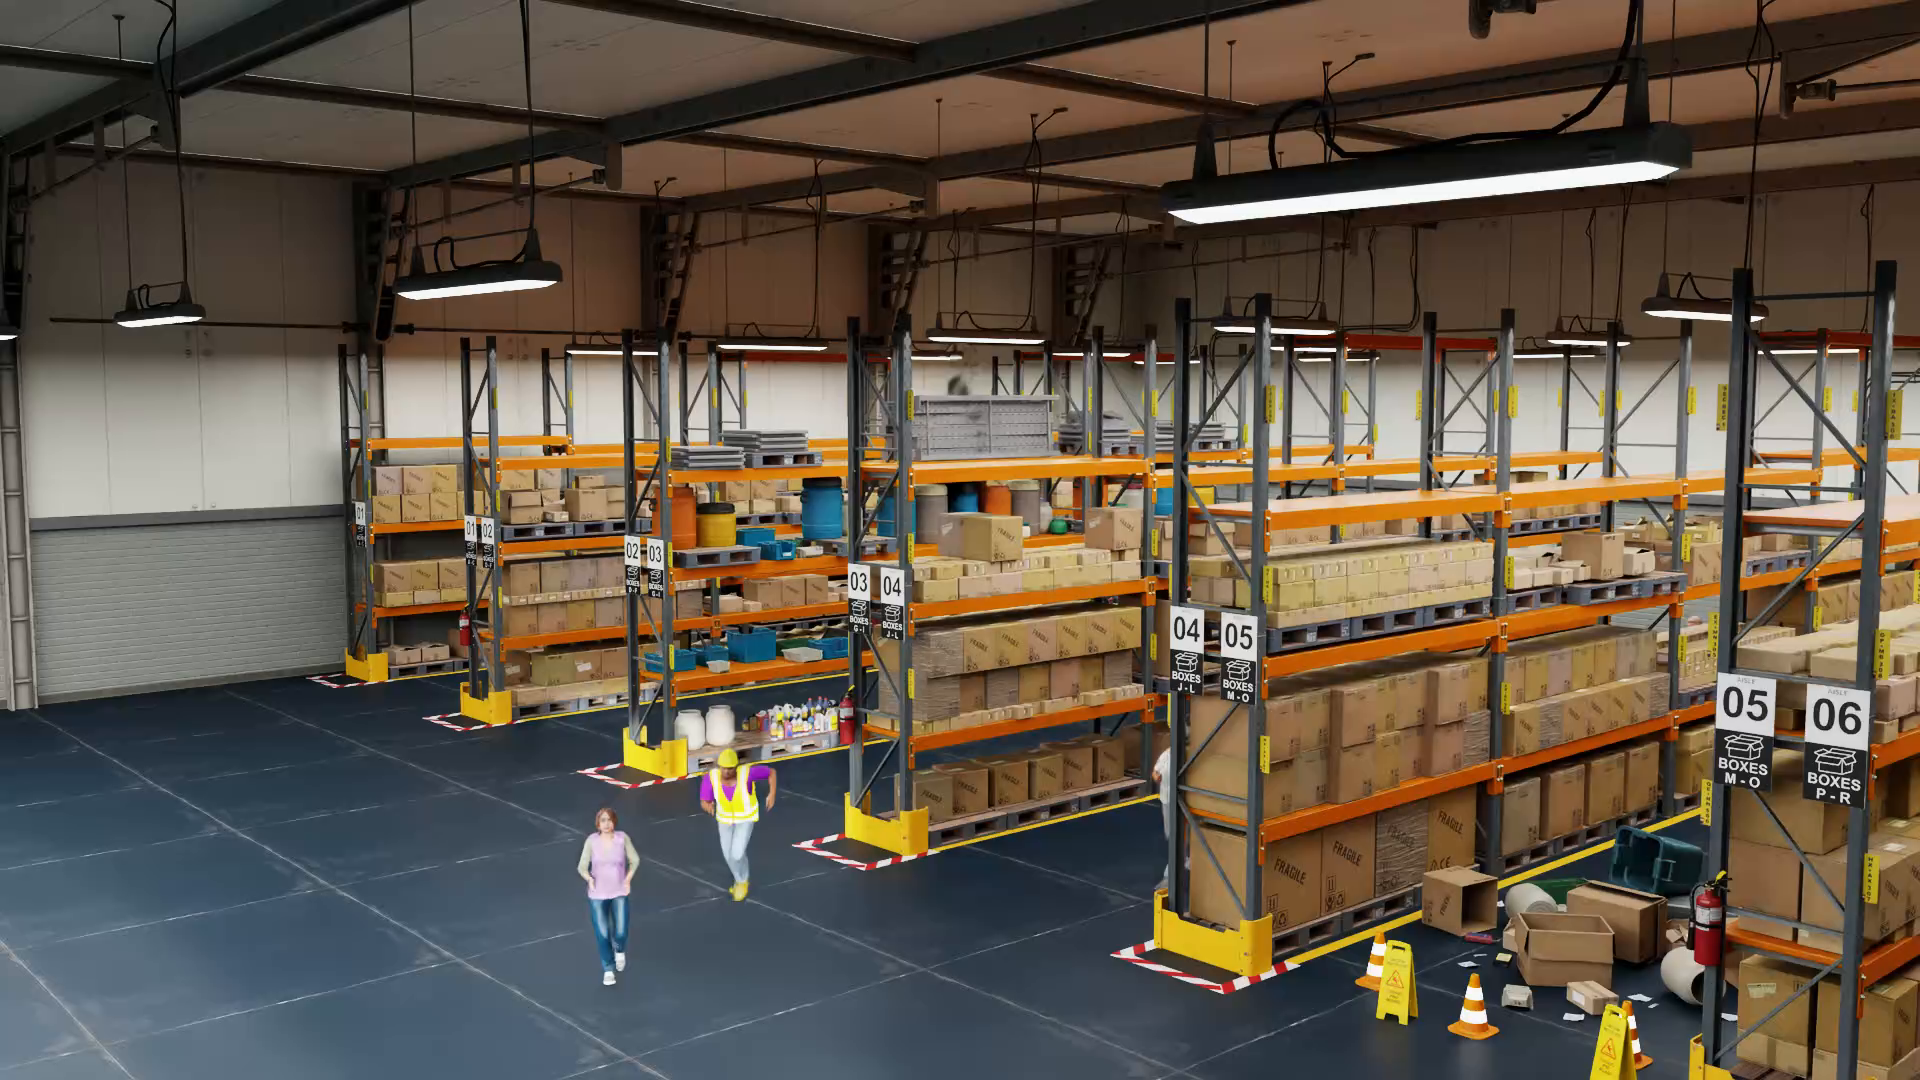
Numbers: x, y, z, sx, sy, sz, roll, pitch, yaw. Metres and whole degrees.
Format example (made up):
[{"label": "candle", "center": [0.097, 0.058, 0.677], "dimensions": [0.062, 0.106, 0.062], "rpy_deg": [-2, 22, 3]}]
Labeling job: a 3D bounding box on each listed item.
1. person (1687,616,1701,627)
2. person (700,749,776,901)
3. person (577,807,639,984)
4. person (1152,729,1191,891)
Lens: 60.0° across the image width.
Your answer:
[{"label": "person", "center": [11.211, 2.028, 25.367], "dimensions": [0.766, 1.738, 0.740], "rpy_deg": [-4, 6, -35]}, {"label": "person", "center": [-2.227, 2.851, 16.738], "dimensions": [0.730, 1.622, 0.941], "rpy_deg": [1, 5, 6]}, {"label": "person", "center": [-3.052, 3.095, 14.448], "dimensions": [0.529, 1.554, 0.549], "rpy_deg": [-1, 5, -12]}, {"label": "person", "center": [2.291, 2.758, 17.381], "dimensions": [0.637, 1.651, 0.863], "rpy_deg": [5, 7, 41]}]
